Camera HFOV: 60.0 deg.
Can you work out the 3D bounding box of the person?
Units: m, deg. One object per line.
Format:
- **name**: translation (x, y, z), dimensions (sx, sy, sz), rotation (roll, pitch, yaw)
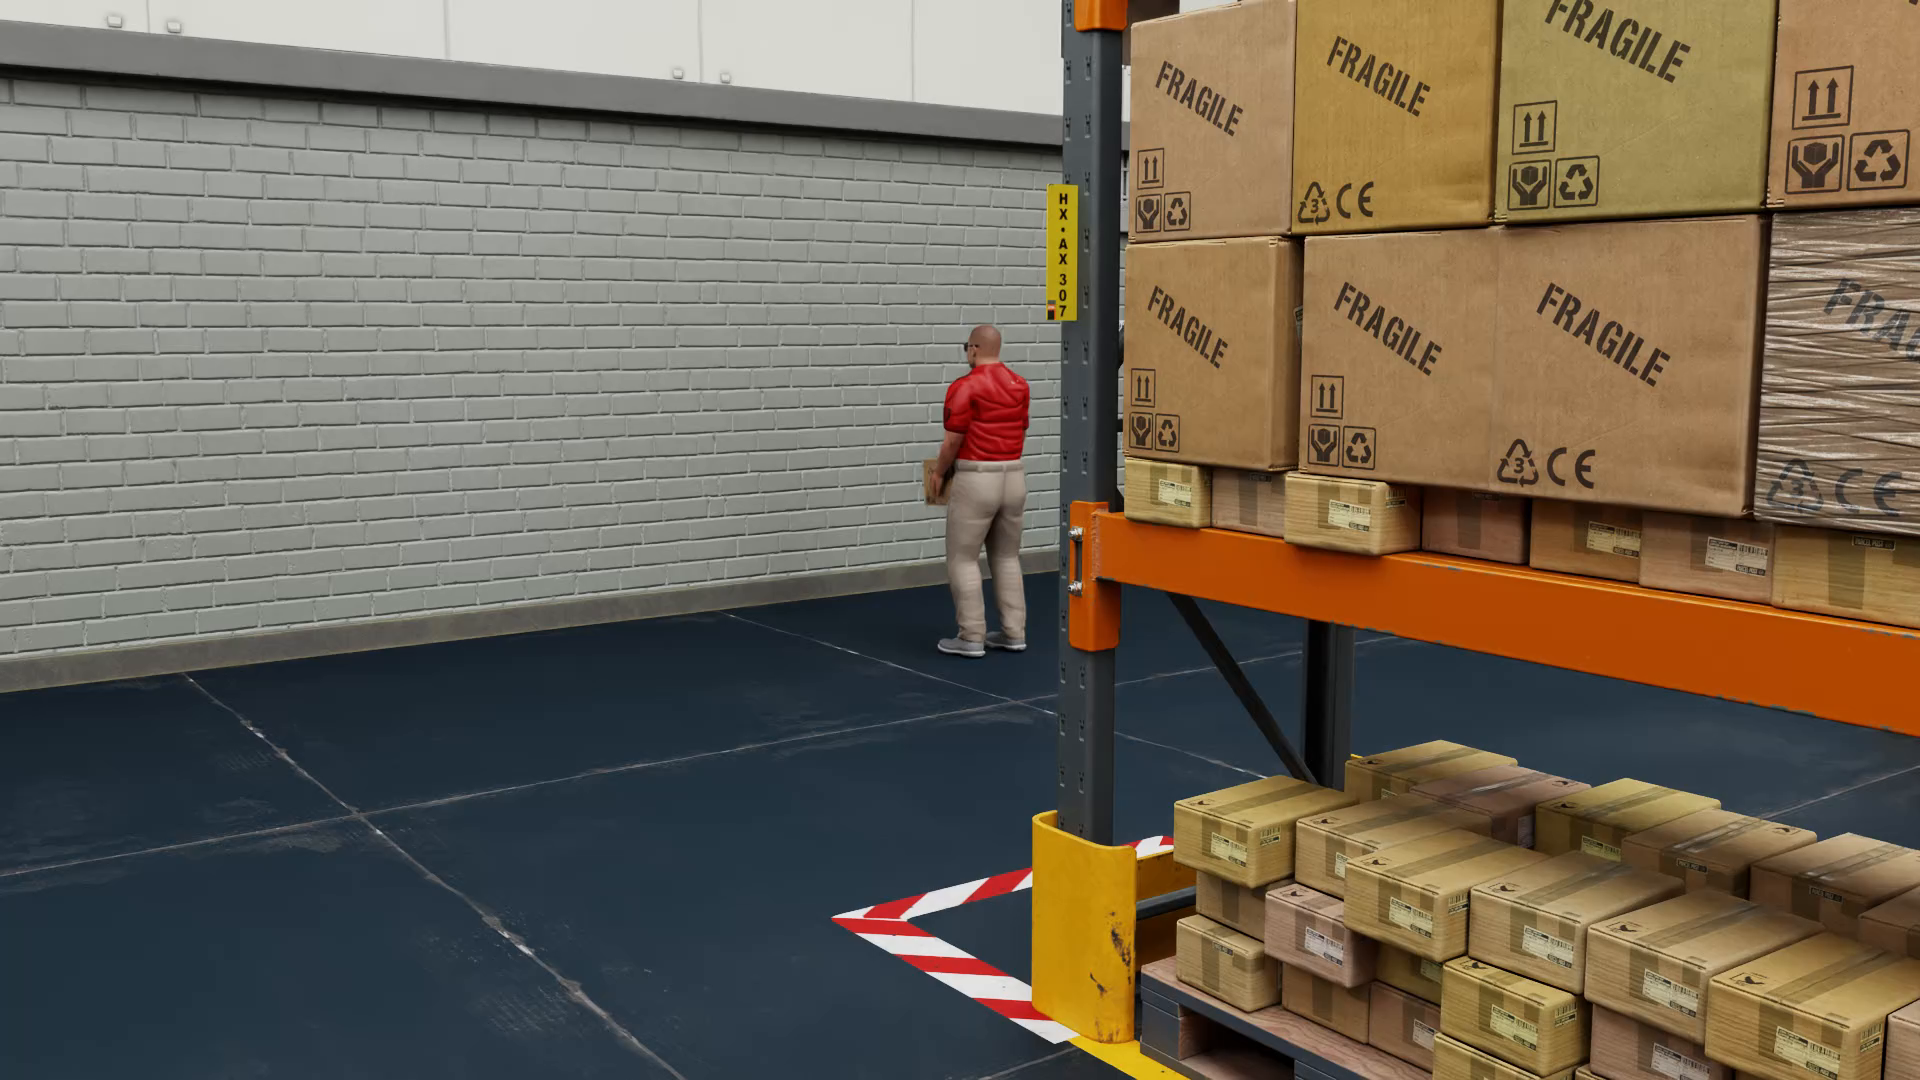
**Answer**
- **person**: translation (0.115, -0.259, 8.762), dimensions (0.588, 1.726, 0.389), rotation (-6, 10, -36)
